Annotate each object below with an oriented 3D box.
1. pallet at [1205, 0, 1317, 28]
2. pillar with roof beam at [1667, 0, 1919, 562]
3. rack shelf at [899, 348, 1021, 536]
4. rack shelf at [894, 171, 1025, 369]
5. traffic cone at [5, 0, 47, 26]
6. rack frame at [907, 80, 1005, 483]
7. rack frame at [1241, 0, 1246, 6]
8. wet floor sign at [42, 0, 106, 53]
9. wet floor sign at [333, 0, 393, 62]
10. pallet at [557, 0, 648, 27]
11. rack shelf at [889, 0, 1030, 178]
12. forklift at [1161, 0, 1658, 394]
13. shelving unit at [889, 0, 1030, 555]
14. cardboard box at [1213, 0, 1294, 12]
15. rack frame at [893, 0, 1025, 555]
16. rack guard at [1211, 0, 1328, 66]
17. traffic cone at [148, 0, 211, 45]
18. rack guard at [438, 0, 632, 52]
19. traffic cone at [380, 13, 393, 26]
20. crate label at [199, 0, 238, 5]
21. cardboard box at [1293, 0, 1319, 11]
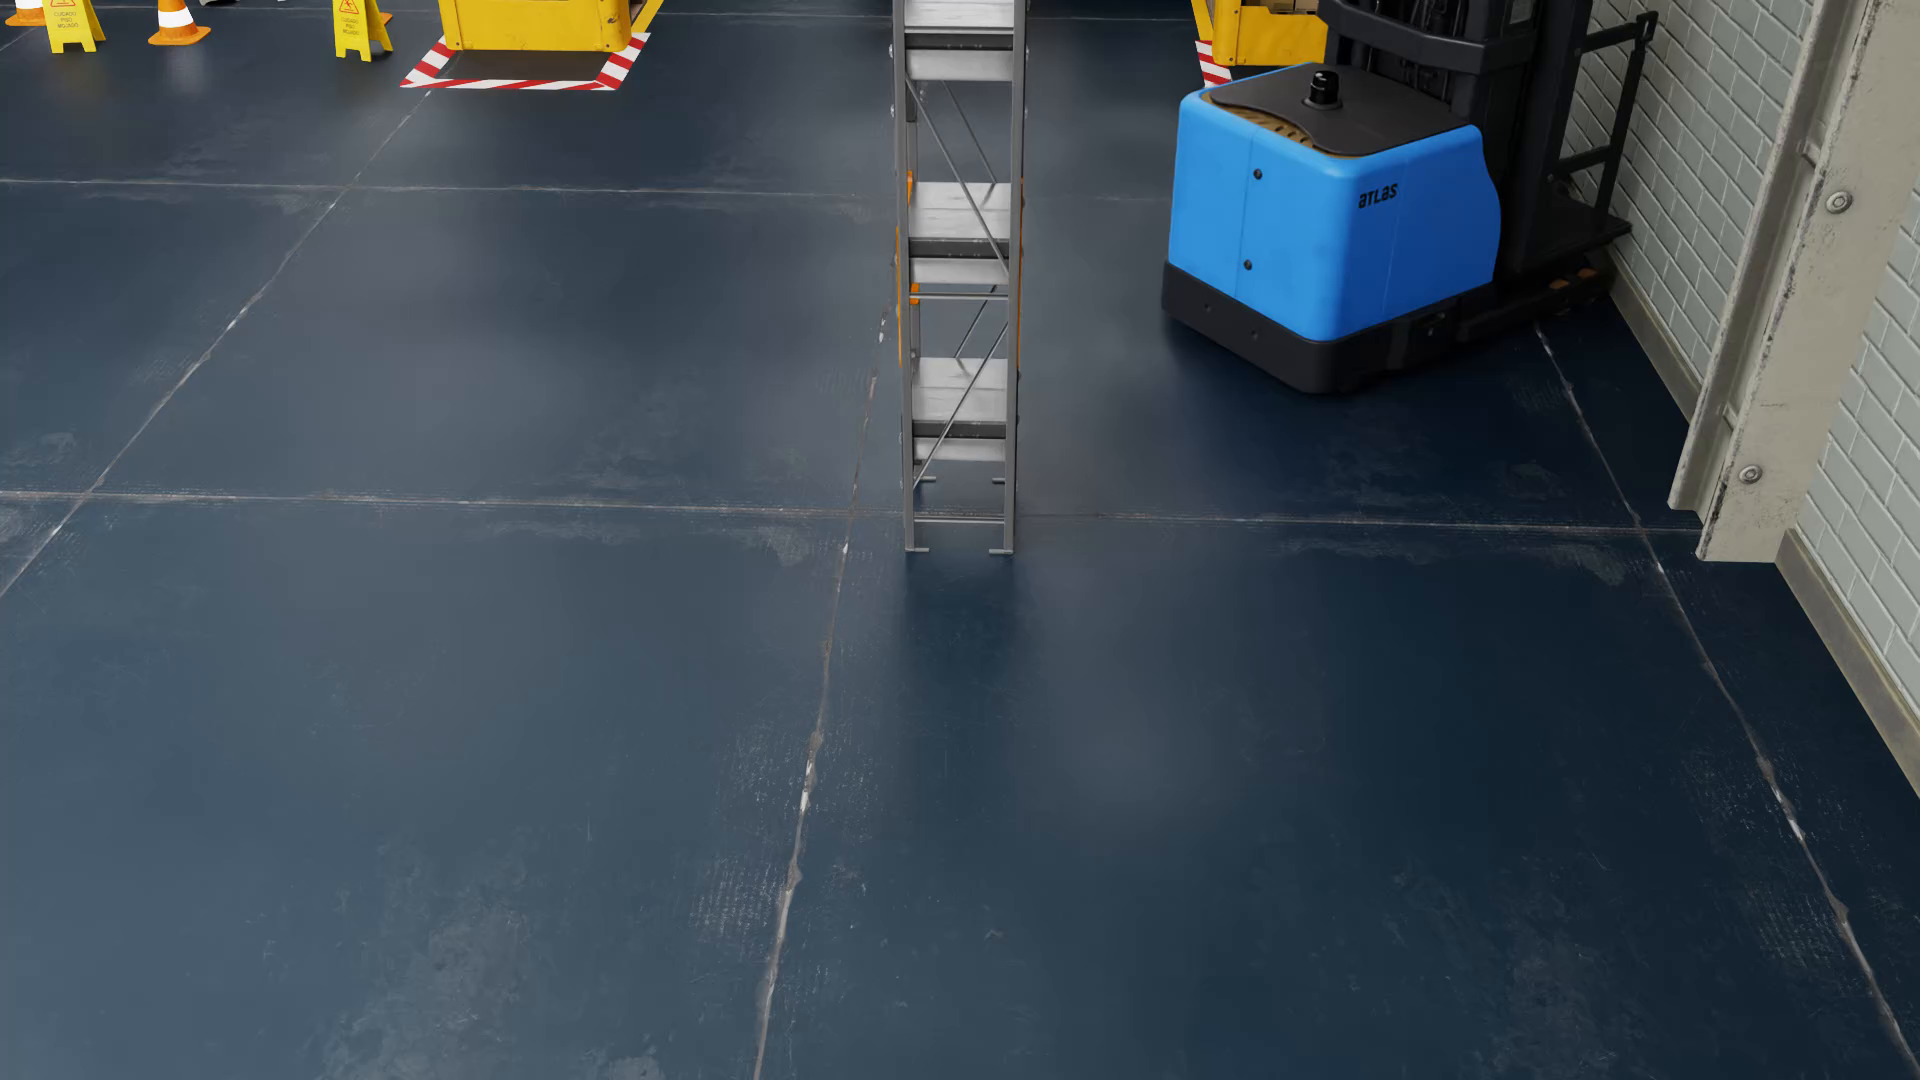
[{"bbox_3d":[2.196,-3.629,11.230,1.003,0.211,1.213,1,35,2],"label":"pallet"},{"bbox_3d":[-1.407,-3.816,3.853,9.100,9.000,0.400,1,35,2],"label":"pillar with roof beam"},{"bbox_3d":[0.007,-0.370,6.192,0.431,0.518,0.480,1,35,2],"label":"rack shelf"},{"bbox_3d":[0.007,-0.943,5.789,0.431,0.518,0.480,1,35,2],"label":"rack shelf"},{"bbox_3d":[-6.263,-3.733,11.159,0.336,0.463,0.334,1,35,2],"label":"traffic cone"},{"bbox_3d":[0.016,-1.094,5.981,0.400,2.100,0.015,1,35,2],"label":"rack frame"},{"bbox_3d":[2.207,-4.330,9.802,1.000,3.000,0.127,1,35,2],"label":"rack frame"},{"bbox_3d":[-5.726,-3.473,10.630,0.267,0.644,0.232,-4,35,-6],"label":"wet floor sign"},{"bbox_3d":[-3.830,-3.395,10.519,0.267,0.644,0.232,13,37,18],"label":"wet floor sign"},{"bbox_3d":[-2.682,-3.811,11.489,1.003,0.211,1.213,1,35,2],"label":"pallet"},{"bbox_3d":[0.007,-1.516,5.387,0.431,0.518,0.480,1,35,2],"label":"rack shelf"},{"bbox_3d":[2.427,-2.473,7.219,3.031,2.935,1.130,-22,40,-28],"label":"forklift"},{"bbox_3d":[0.007,-0.954,5.782,0.431,2.100,0.503,1,35,2],"label":"shelving unit"},{"bbox_3d":[1.910,-3.654,10.866,0.500,0.250,0.500,2,35,2],"label":"cardboard box"},{"bbox_3d":[-0.003,-0.814,5.582,0.400,2.100,0.015,1,35,2],"label":"rack frame"},{"bbox_3d":[2.206,-3.293,10.501,1.175,0.500,0.348,1,35,2],"label":"rack guard"},{"bbox_3d":[-5.147,-3.512,10.844,0.336,0.463,0.334,1,35,2],"label":"traffic cone"},{"bbox_3d":[-2.750,-3.463,10.743,1.175,0.500,0.348,1,35,2],"label":"rack guard"},{"bbox_3d":[-4.025,-3.681,11.086,0.336,0.463,0.334,1,35,2],"label":"traffic cone"},{"bbox_3d":[-5.178,-3.831,11.582,0.250,0.136,0.298,-17,38,-22],"label":"crate label"},{"bbox_3d":[2.422,-3.654,10.867,0.500,0.250,0.500,1,35,2],"label":"cardboard box"}]
